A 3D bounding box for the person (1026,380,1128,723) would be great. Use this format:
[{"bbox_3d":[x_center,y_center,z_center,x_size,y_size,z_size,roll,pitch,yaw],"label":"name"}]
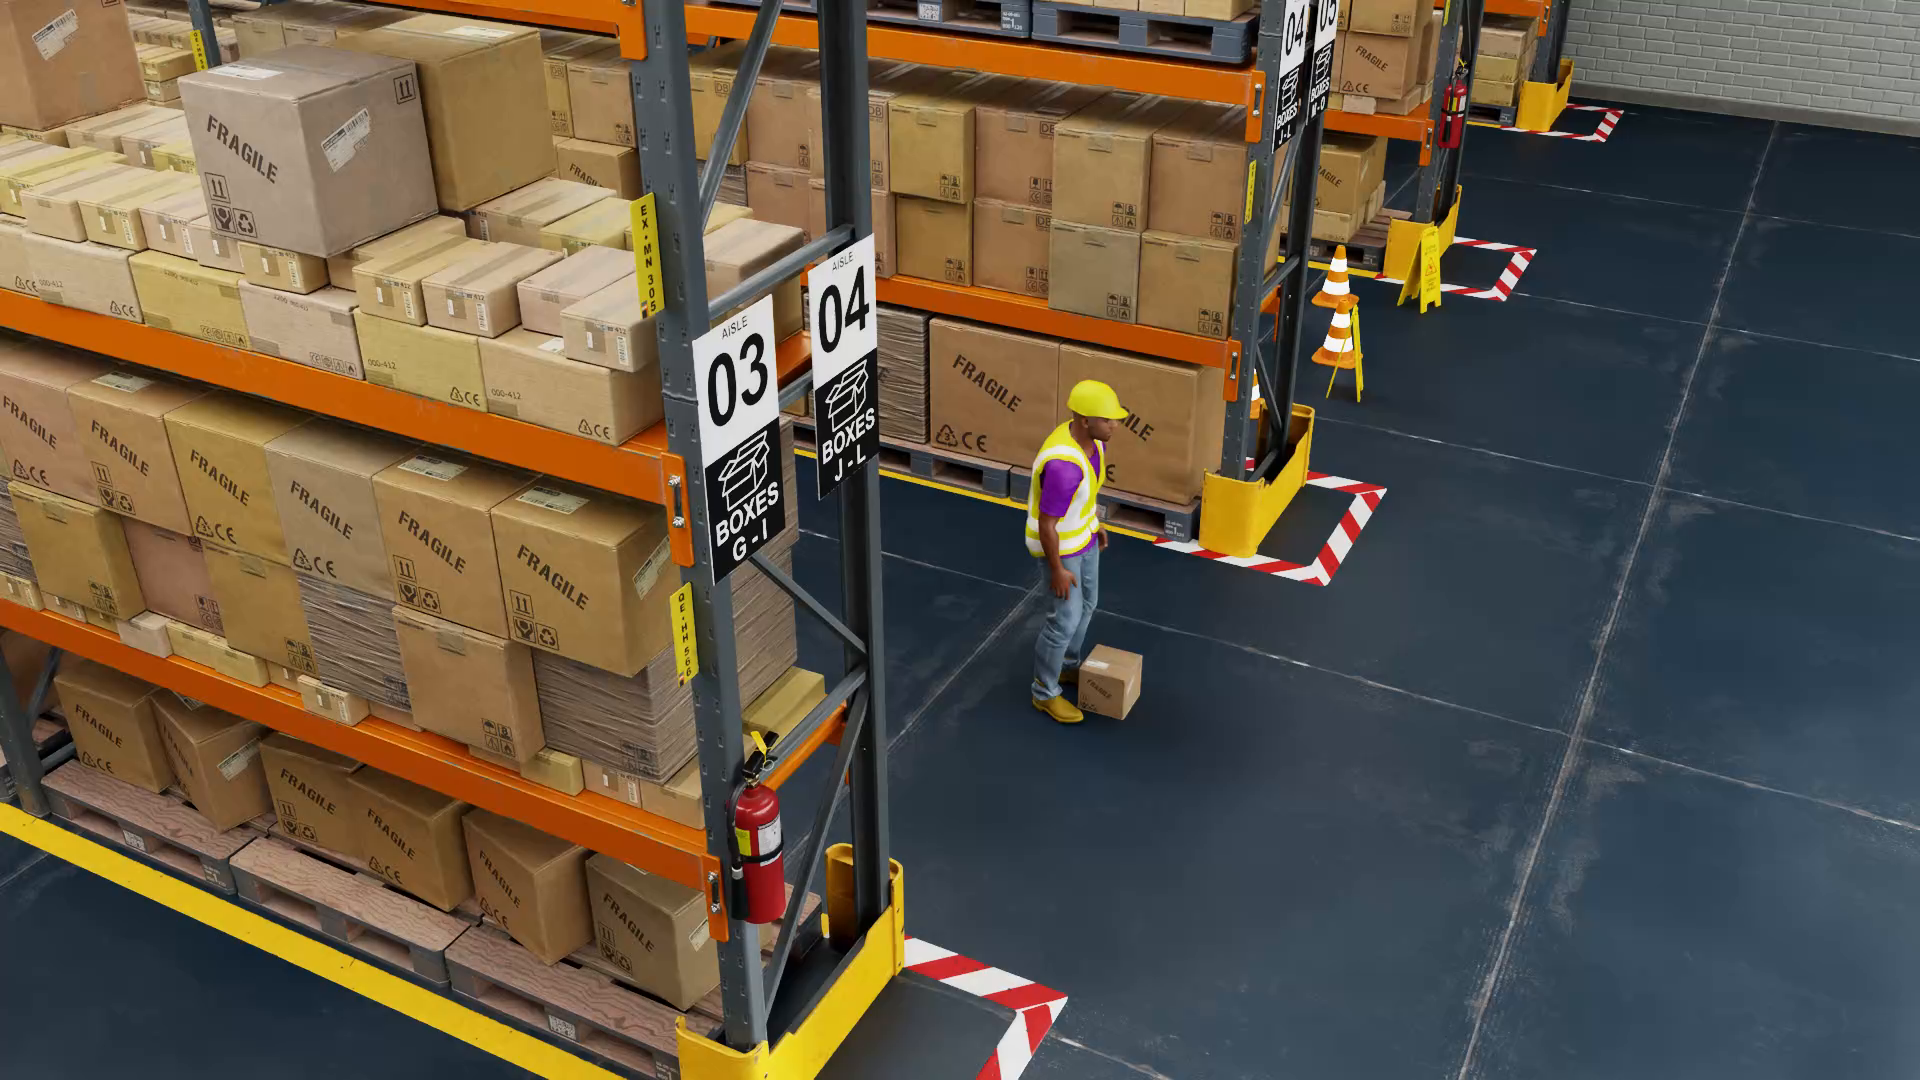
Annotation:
[{"bbox_3d":[0.568,0.021,8.237,0.454,1.761,0.636,13,32,21],"label":"person"}]
